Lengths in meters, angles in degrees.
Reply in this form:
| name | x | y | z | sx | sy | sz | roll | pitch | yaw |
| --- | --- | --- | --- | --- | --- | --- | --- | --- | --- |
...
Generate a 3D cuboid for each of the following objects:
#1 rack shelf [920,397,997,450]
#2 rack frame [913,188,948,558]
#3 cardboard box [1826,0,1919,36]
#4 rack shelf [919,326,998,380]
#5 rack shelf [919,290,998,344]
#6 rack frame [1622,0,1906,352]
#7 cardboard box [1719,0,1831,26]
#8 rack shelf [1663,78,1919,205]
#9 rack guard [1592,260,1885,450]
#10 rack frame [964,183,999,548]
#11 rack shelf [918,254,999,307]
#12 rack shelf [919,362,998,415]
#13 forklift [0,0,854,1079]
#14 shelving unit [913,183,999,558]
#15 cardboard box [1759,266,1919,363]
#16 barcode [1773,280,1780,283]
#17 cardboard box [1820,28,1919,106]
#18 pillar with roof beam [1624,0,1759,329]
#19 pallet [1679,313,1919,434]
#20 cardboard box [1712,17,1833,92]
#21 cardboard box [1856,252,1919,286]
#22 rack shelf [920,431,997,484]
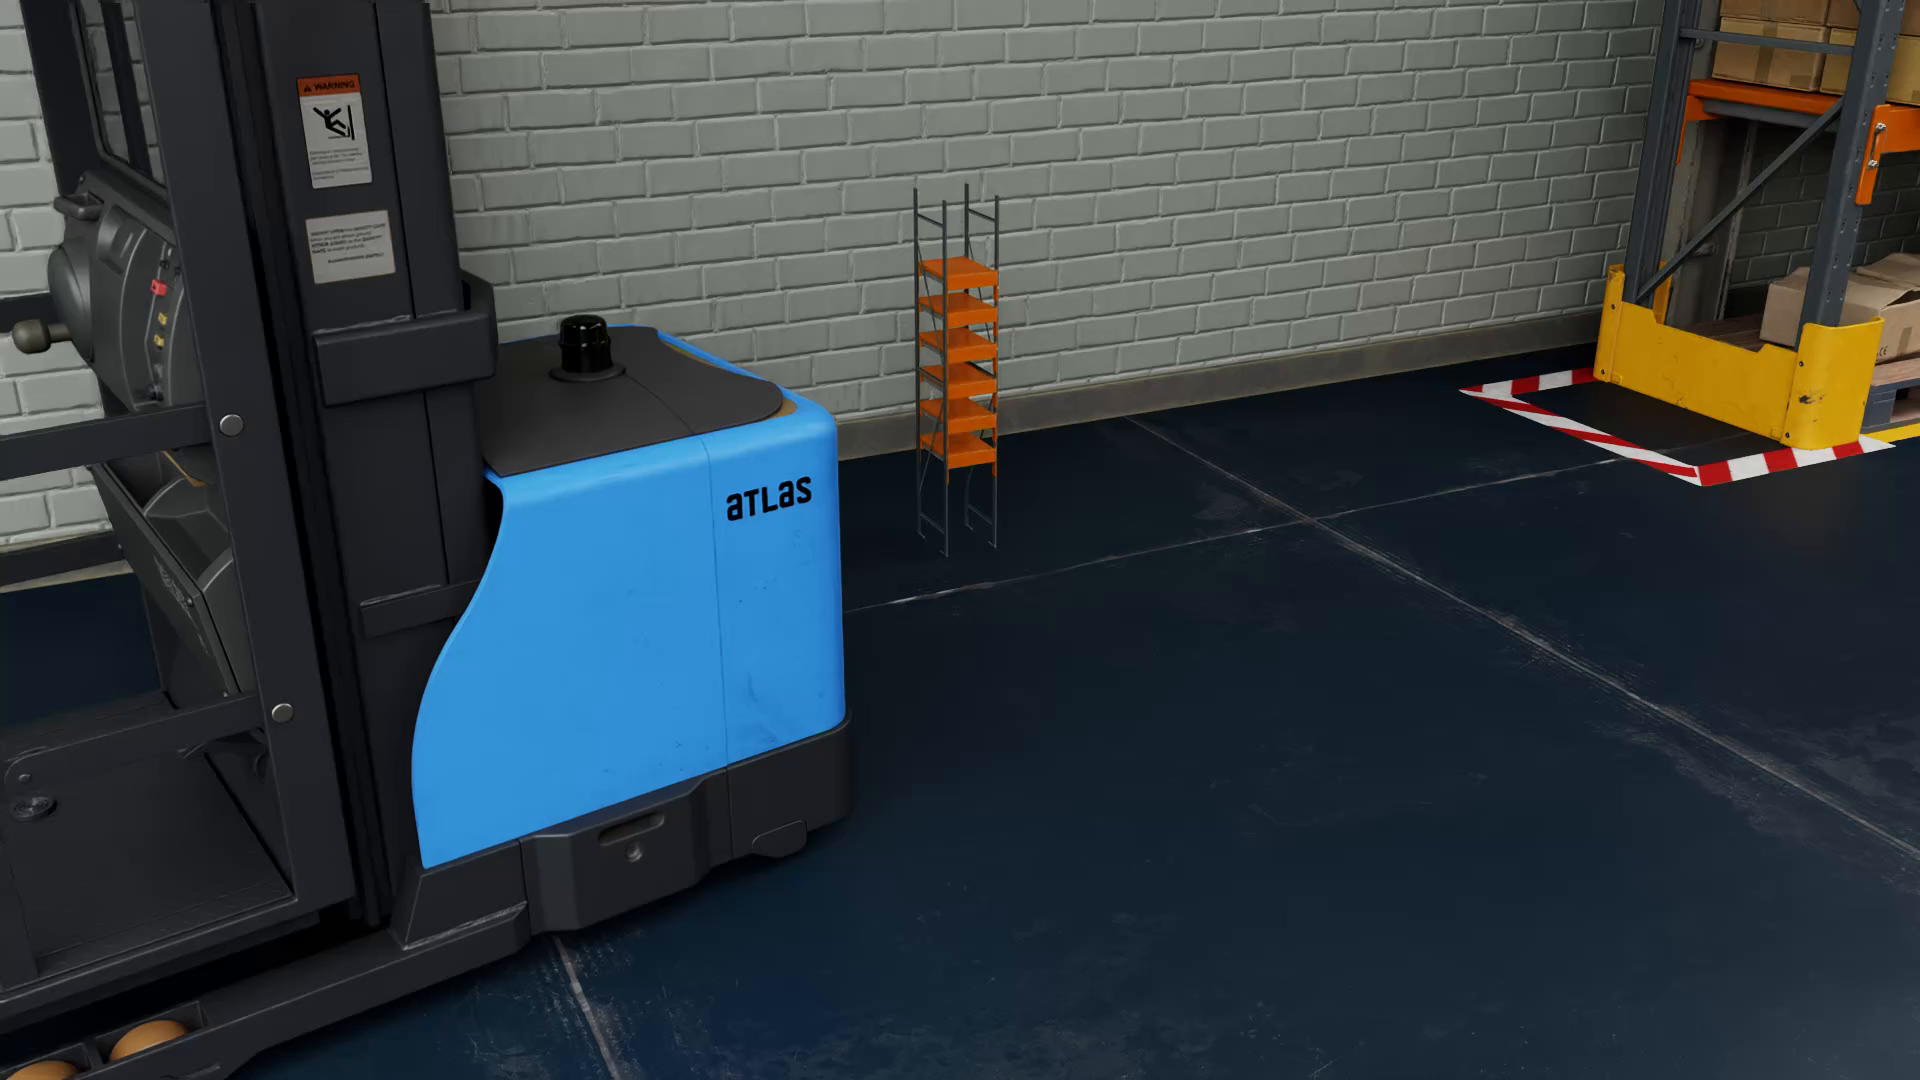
| name | x | y | z | sx | sy | sz | roll | pitch | yaw |
| --- | --- | --- | --- | --- | --- | --- | --- | --- | --- |
| rack shelf | -0.013 | -0.400 | 5.578 | 0.180 | 0.103 | 0.258 | -10 | 25 | -24 |
| rack frame | -0.095 | -0.537 | 5.478 | 0.006 | 1.200 | 0.240 | -10 | 25 | -24 |
| cardboard box | 3.749 | -2.213 | 6.364 | 0.500 | 0.500 | 0.500 | -10 | 25 | -24 |
| rack shelf | -0.013 | -0.622 | 5.486 | 0.180 | 0.103 | 0.258 | -10 | 25 | -24 |
| rack shelf | -0.013 | -0.733 | 5.440 | 0.180 | 0.103 | 0.258 | -10 | 25 | -24 |
| rack frame | 3.188 | -1.951 | 6.541 | 0.127 | 3.000 | 1.000 | -10 | 25 | -24 |
| cardboard box | 3.521 | -2.389 | 6.789 | 0.500 | 0.500 | 0.500 | -11 | 25 | -24 |
| rack shelf | 4.990 | -1.950 | 7.481 | 4.000 | 0.370 | 1.077 | -10 | 25 | -24 |
| rack guard | 3.257 | -0.809 | 7.050 | 0.348 | 0.500 | 1.175 | -10 | 25 | -24 |
| rack frame | 0.069 | -0.567 | 5.551 | 0.006 | 1.200 | 0.240 | -10 | 25 | -24 |
| rack shelf | -0.013 | -0.844 | 5.394 | 0.180 | 0.103 | 0.258 | -10 | 25 | -24 |
| rack shelf | -0.013 | -0.511 | 5.532 | 0.180 | 0.103 | 0.258 | -10 | 25 | -24 |
| forklift | -1.742 | -0.459 | 3.026 | 3.031 | 2.935 | 1.130 | -16 | 27 | -33 |
| shelving unit | -0.013 | -0.552 | 5.515 | 0.189 | 1.200 | 0.258 | -10 | 25 | -24 |
| cardboard box | 3.851 | -0.996 | 7.174 | 0.500 | 0.311 | 0.500 | -14 | 26 | -30 |
| barcode | 3.693 | -1.141 | 7.512 | 0.075 | 0.075 | 0.001 | -10 | 25 | -24 |
| cardboard box | 3.765 | -1.863 | 6.498 | 0.500 | 0.250 | 0.500 | -11 | 25 | -25 |
| pillar with roof beam | 5.311 | -3.654 | 2.811 | 0.400 | 9.000 | 9.100 | -10 | 25 | -24 |
| pallet | 4.004 | -0.798 | 7.401 | 1.213 | 0.211 | 1.003 | -10 | 25 | -24 |
| cardboard box | 3.525 | -2.035 | 6.915 | 0.500 | 0.250 | 0.500 | -10 | 25 | -23 |
| cardboard box | 4.364 | -1.090 | 7.402 | 0.500 | 0.311 | 0.500 | -8 | 24 | -19 |
| rack shelf | -0.013 | -0.289 | 5.624 | 0.180 | 0.103 | 0.258 | -10 | 25 | -24 |
